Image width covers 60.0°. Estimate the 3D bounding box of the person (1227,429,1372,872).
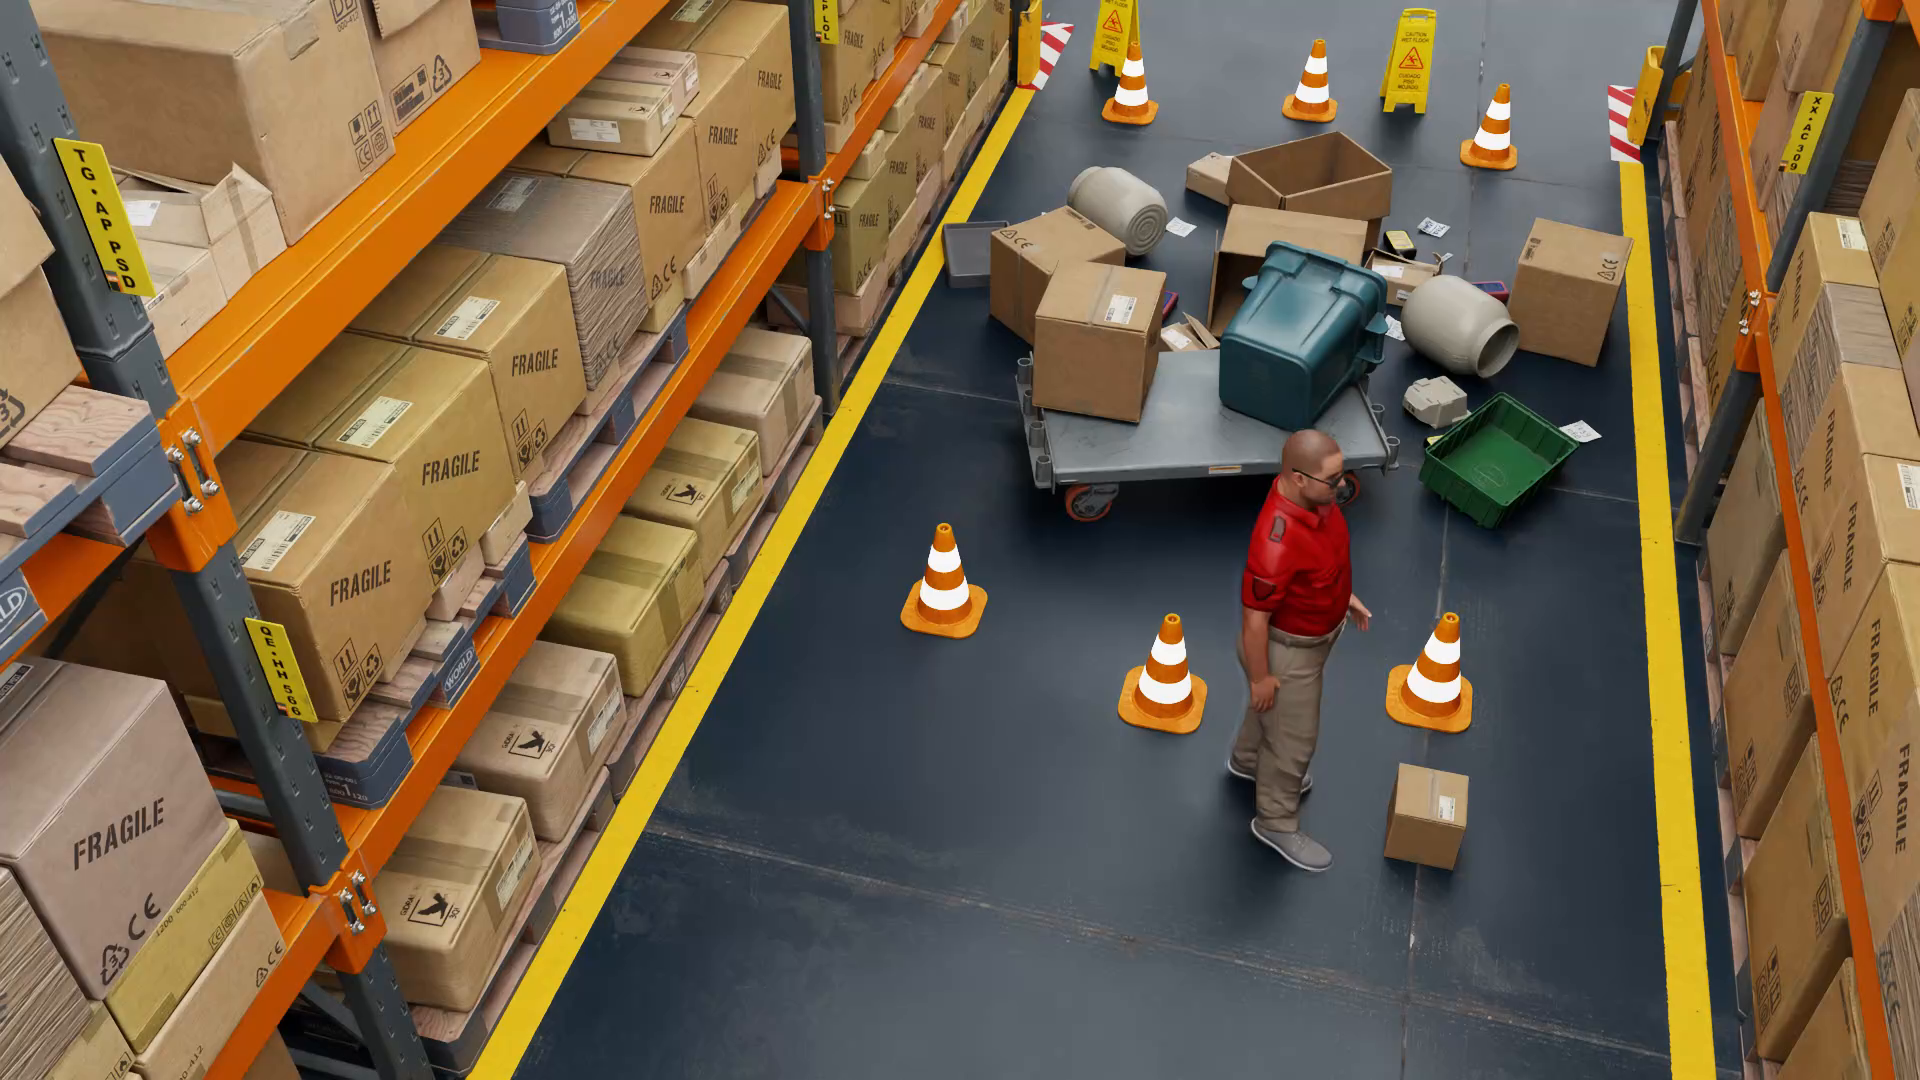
[{"bbox_3d":[1.216,0.364,5.750,0.491,1.758,0.579,15,43,17],"label":"person"}]
